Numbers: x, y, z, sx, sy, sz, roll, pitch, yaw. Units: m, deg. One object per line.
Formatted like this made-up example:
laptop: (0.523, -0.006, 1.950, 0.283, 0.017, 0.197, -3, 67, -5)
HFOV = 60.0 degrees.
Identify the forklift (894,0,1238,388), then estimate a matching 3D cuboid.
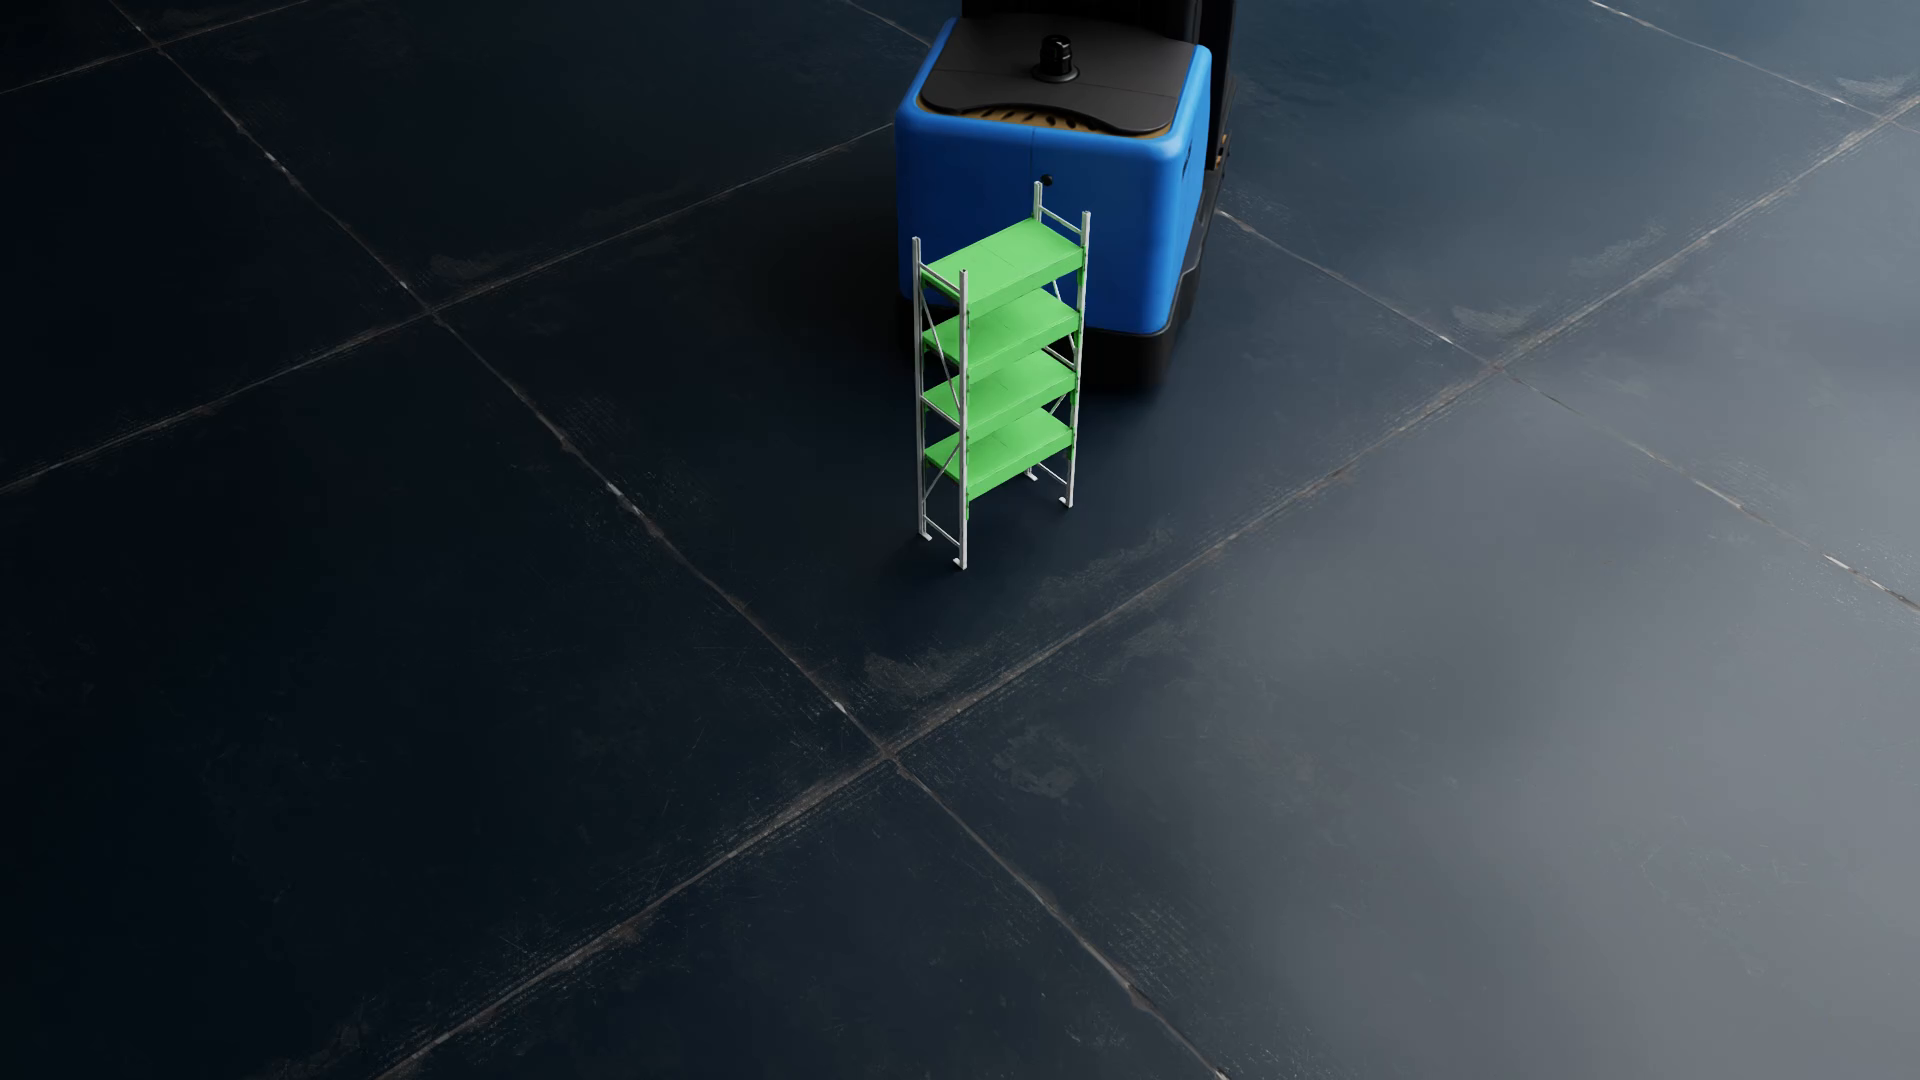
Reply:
forklift: (0.605, -2.662, 6.444, 1.130, 2.935, 3.031, 10, 44, 10)

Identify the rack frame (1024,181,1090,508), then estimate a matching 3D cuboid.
rack frame: (0.314, -0.617, 5.531, 0.015, 1.200, 0.240, -30, 51, -28)

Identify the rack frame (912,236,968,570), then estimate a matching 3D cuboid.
rack frame: (-0.060, -0.403, 5.303, 0.015, 1.200, 0.240, -30, 51, -28)

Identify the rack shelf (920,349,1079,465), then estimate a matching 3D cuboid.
rack shelf: (0.127, -0.463, 5.460, 0.480, 0.148, 0.258, -30, 51, -28)

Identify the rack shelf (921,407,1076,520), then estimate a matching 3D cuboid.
rack shelf: (0.127, -0.289, 5.625, 0.480, 0.148, 0.258, -30, 51, -28)

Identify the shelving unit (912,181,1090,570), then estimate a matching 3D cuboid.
shelving unit: (0.127, -0.510, 5.417, 0.503, 1.200, 0.258, -30, 51, -28)

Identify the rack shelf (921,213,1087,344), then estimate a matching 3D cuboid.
rack shelf: (0.127, -0.813, 5.132, 0.480, 0.148, 0.258, -30, 51, -28)

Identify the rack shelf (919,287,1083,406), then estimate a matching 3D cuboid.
rack shelf: (0.127, -0.638, 5.296, 0.480, 0.148, 0.258, -30, 51, -28)
